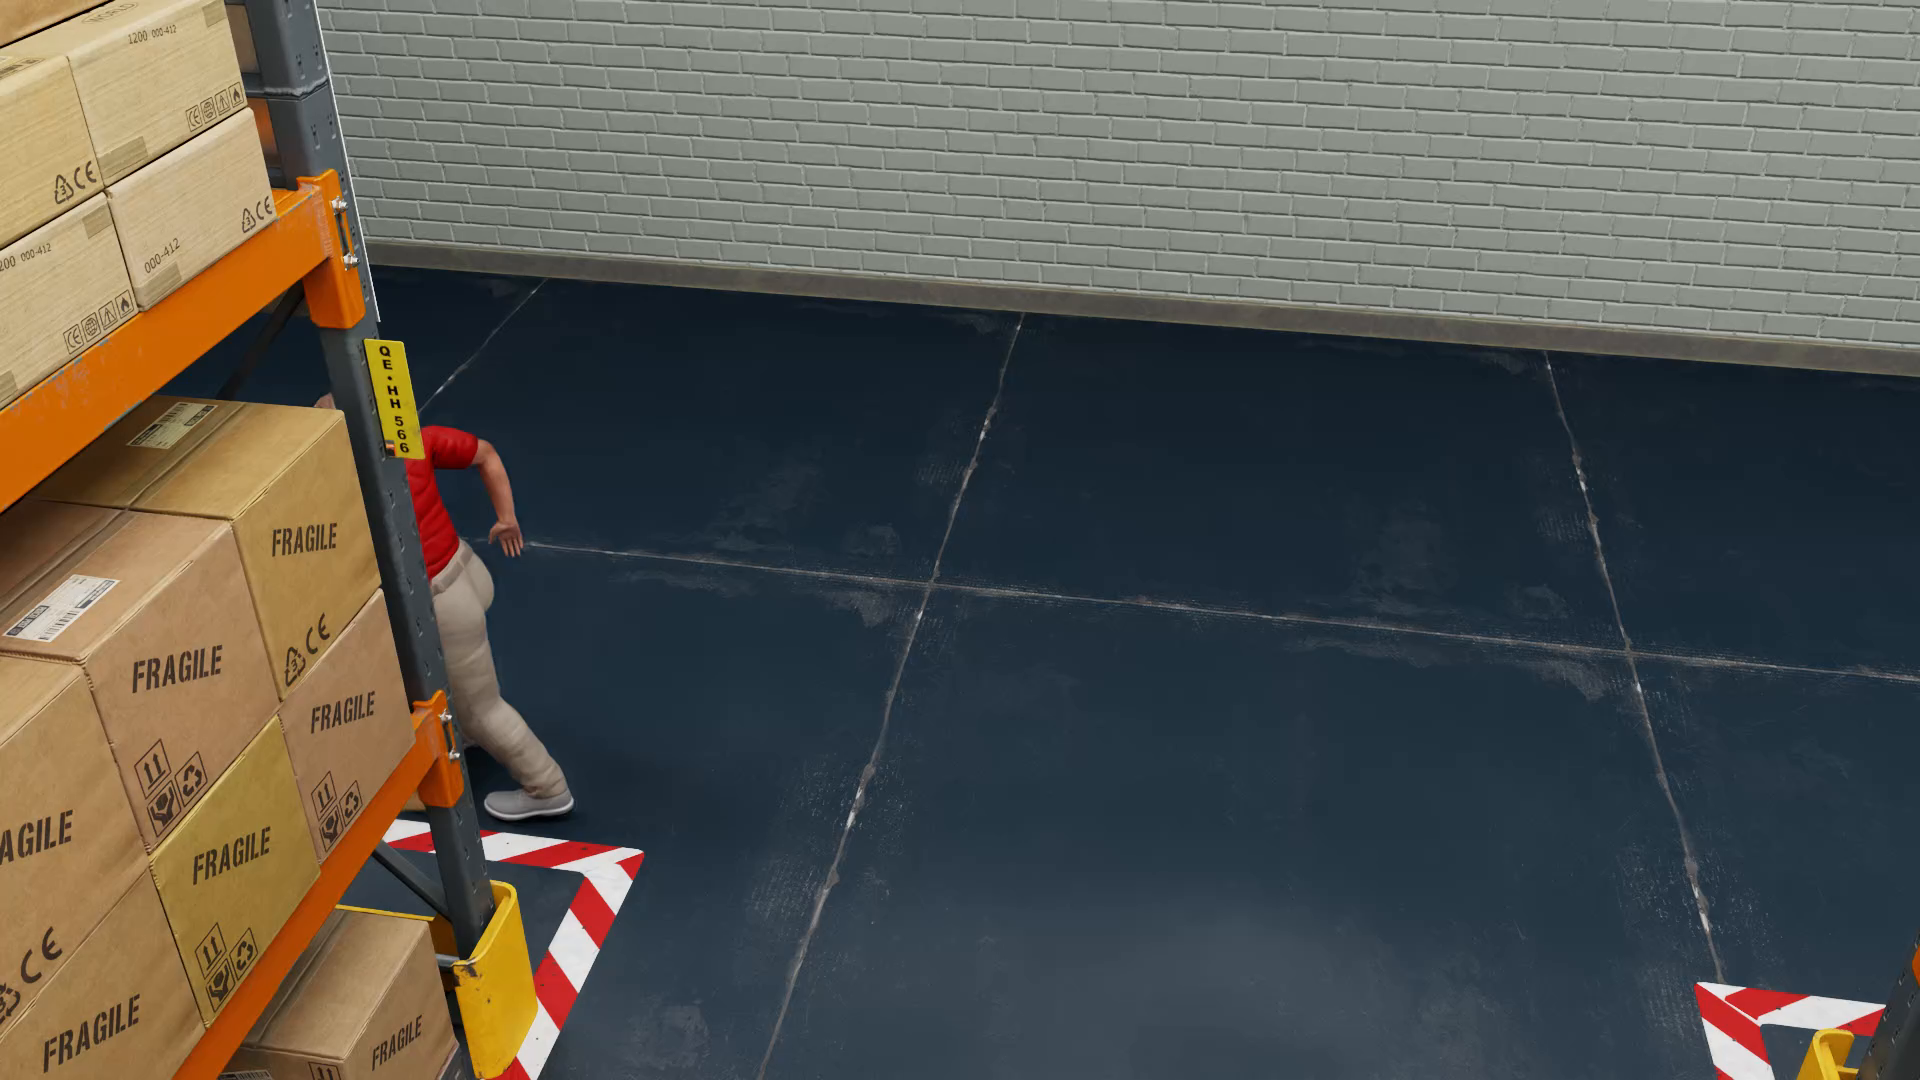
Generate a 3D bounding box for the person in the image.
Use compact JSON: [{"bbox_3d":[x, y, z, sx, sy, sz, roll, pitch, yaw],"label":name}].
[{"bbox_3d":[-1.888,0.176,5.850,0.910,1.549,0.663,2,32,3],"label":"person"}]
